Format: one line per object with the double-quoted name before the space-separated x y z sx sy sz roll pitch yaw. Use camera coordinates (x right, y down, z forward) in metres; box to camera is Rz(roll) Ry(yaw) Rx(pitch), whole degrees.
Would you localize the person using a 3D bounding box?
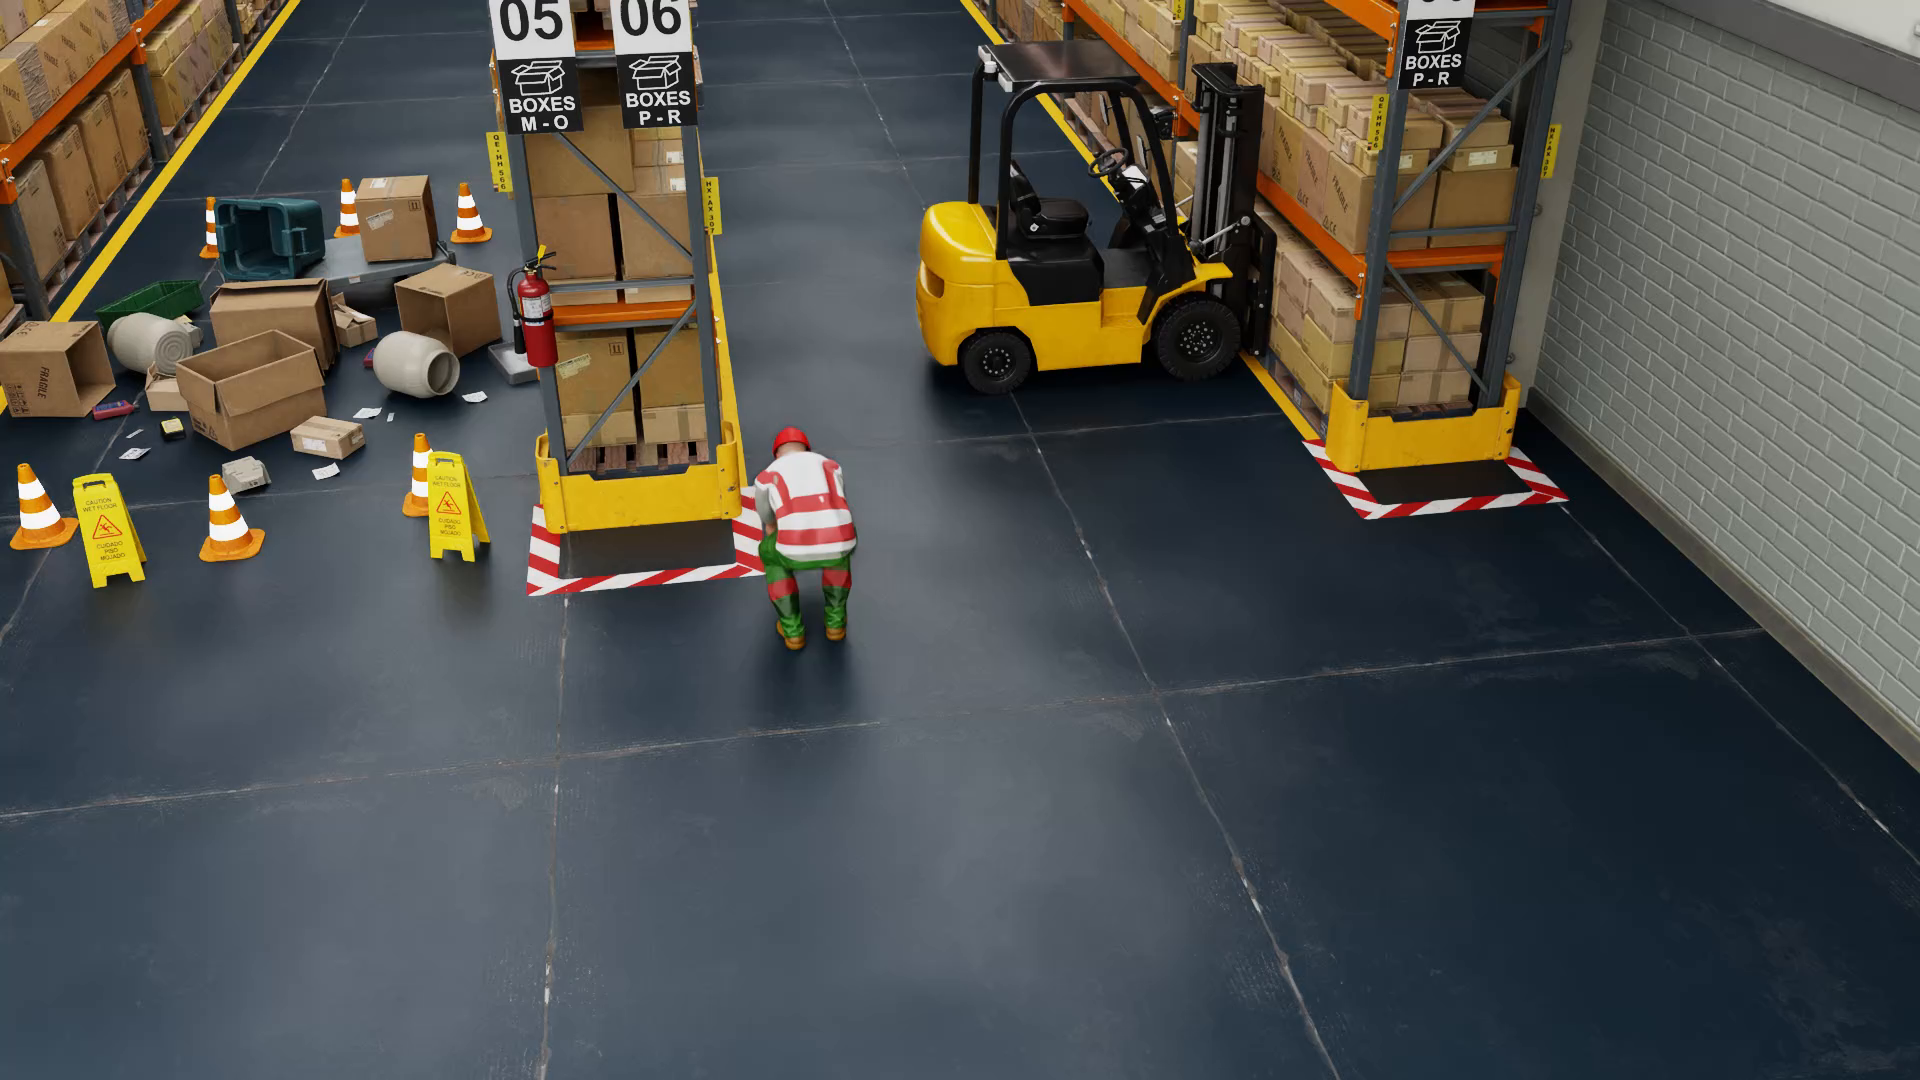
"person" -0.822 0.008 8.896 0.530 0.986 0.950 -6 31 -11
